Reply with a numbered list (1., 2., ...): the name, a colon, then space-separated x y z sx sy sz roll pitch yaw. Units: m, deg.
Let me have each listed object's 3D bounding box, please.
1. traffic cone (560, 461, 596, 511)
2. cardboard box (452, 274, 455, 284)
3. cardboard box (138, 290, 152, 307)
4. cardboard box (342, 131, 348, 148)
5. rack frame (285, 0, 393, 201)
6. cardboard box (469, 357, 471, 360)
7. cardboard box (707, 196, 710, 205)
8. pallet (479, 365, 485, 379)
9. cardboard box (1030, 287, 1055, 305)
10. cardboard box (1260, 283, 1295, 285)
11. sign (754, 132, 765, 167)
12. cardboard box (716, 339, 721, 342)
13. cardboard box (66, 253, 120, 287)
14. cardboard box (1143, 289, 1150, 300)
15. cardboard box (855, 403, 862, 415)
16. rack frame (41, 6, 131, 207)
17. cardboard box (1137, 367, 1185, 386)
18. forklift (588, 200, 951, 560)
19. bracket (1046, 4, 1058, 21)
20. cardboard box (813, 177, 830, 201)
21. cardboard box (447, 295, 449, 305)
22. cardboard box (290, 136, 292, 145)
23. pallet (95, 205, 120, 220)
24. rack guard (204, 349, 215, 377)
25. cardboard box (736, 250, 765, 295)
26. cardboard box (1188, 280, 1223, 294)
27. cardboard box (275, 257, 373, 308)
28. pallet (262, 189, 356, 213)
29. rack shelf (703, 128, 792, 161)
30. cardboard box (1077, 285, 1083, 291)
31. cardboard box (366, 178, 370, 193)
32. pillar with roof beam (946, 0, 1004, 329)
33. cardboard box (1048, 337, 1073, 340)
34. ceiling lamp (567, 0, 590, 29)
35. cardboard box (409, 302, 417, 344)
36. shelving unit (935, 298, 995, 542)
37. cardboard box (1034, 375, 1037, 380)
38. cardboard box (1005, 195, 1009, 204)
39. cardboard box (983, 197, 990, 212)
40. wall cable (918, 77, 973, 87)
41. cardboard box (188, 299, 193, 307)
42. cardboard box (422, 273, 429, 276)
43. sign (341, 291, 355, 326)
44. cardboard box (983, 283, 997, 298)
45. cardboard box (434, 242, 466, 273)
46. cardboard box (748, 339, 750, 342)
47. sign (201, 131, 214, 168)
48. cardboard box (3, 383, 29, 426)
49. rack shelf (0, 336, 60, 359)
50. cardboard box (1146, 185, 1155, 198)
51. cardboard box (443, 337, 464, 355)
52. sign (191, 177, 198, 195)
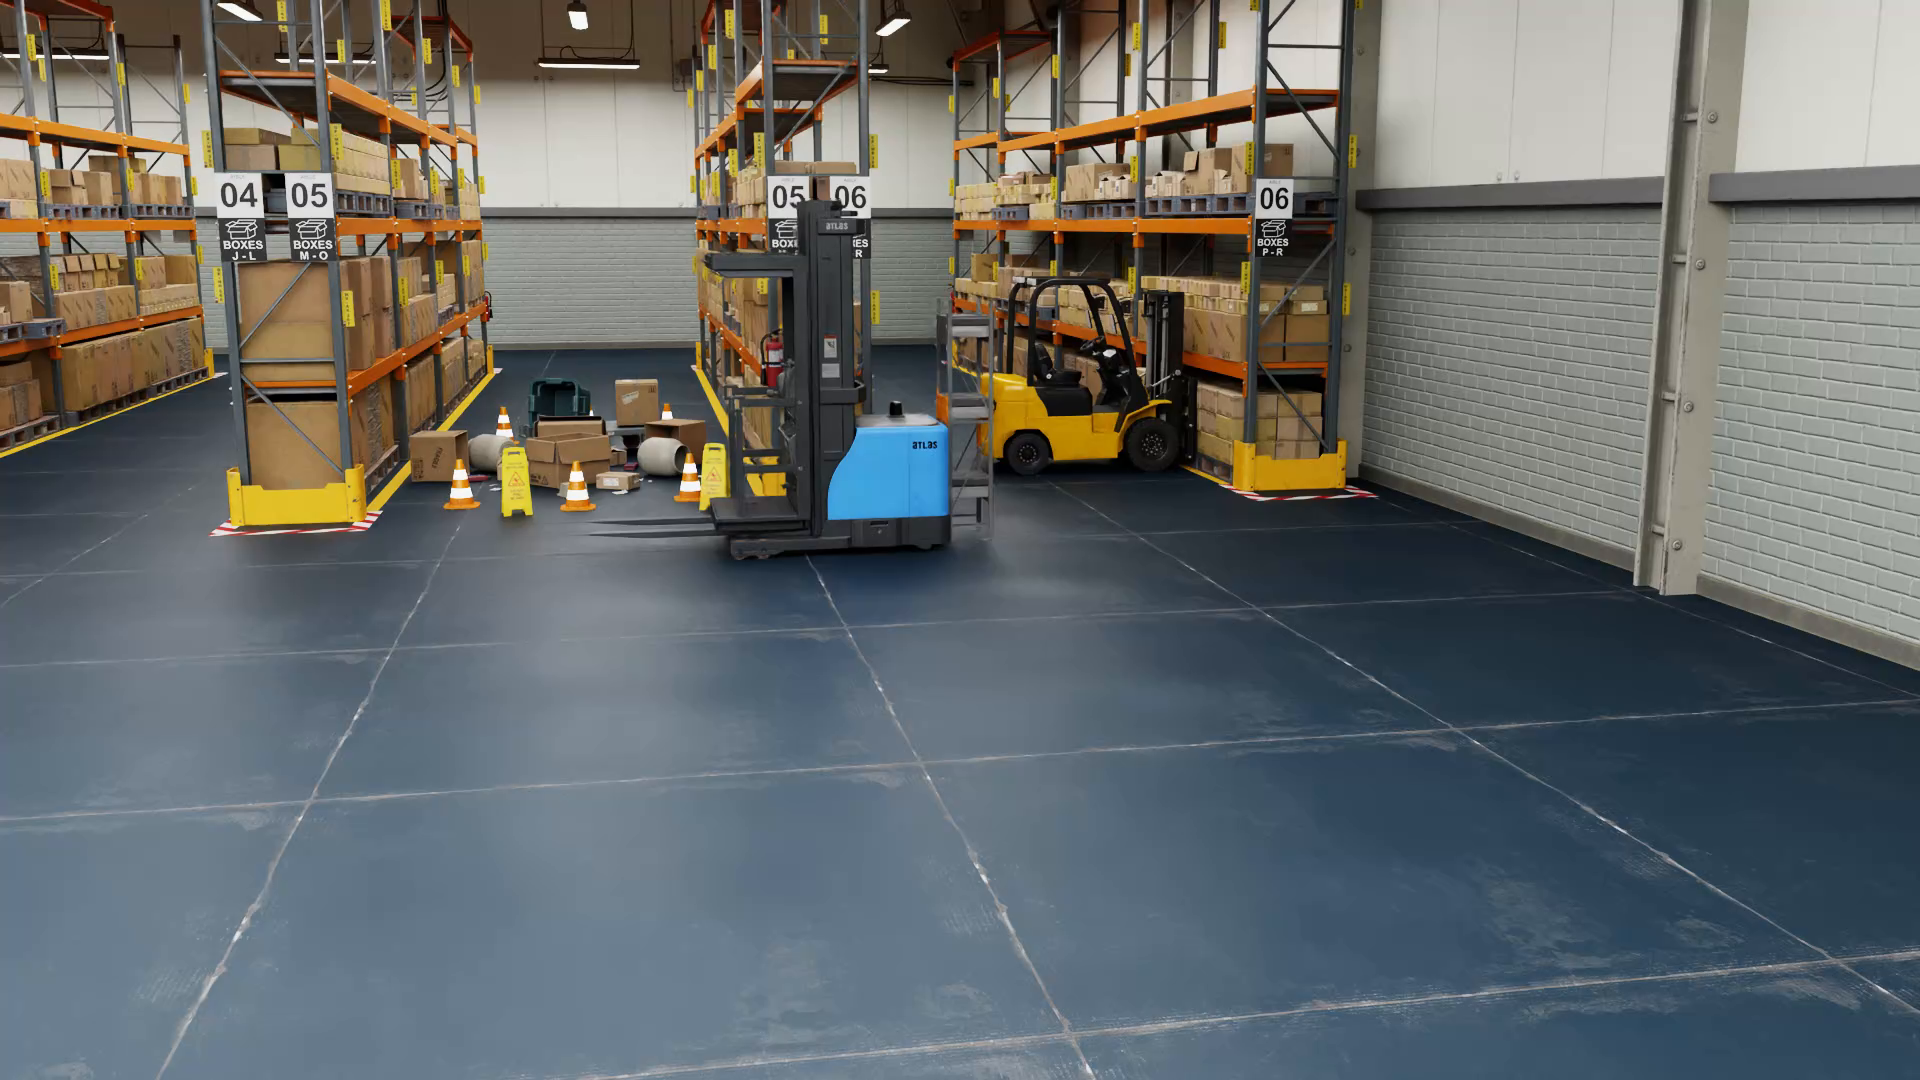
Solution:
1. traffic cone: -3.752 -0.541 16.302 0.336 0.463 0.334 -2 11 -11
2. cardboard box: -8.281 -4.169 26.535 0.380 0.149 0.250 -2 11 -8
3. cardboard box: -13.270 -3.867 26.595 0.500 0.250 0.500 -2 11 -12
4. cardboard box: -6.067 -3.822 15.883 0.380 0.149 0.250 -2 11 -12
5. rack frame: -6.994 -5.340 18.687 1.000 3.000 0.127 -2 11 -11
6. cardboard box: -8.607 -3.078 28.551 0.380 0.149 0.250 -2 11 -8
7. cardboard box: -3.812 -5.379 26.415 0.380 0.166 0.250 -3 11 -15
8. pallet: -9.190 -3.060 30.209 1.003 0.211 1.213 -2 11 -11
9. cardboard box: 1.409 -3.821 26.027 0.500 0.250 0.500 -3 11 -14
10. cardboard box: 3.515 -2.766 18.406 0.380 0.149 0.250 -2 11 -11
11. sign: -1.929 -3.750 15.986 0.100 0.325 0.005 -2 11 -11
12. cardboard box: -4.080 -3.455 30.557 0.875 0.438 0.875 -2 11 -9
13. cardboard box: -13.303 -4.124 25.389 0.797 0.503 0.637 -2 11 -12
14. cardboard box: 2.514 -3.073 20.815 0.380 0.149 0.250 -2 11 -12
15. cardboard box: -1.271 -1.244 17.437 0.500 0.500 0.500 -3 11 -13
16. rack frame: -13.435 -6.646 25.545 1.000 3.000 0.127 -2 11 -11
17. cardboard box: 2.496 -2.019 20.841 0.500 0.250 0.500 -2 11 -12
18. forklift: -1.651 -1.382 14.117 3.031 2.935 1.130 -2 11 -11
19. bracket: 1.635 -9.027 28.429 0.235 0.232 0.430 -2 11 -11
20. cardboard box: -1.217 -3.506 16.677 0.500 0.250 0.500 -2 11 -12
21. cardboard box: -8.073 -3.687 25.596 0.380 0.149 0.250 -3 11 -13
22. cardboard box: -6.911 -3.986 16.742 0.380 0.149 0.250 -2 11 -11
23. pallet: -13.209 -4.912 24.969 0.805 0.209 1.217 -3 11 -13
24. rack guard: -14.218 -3.209 30.217 1.175 0.500 0.348 -2 11 -11
25. cardboard box: -2.137 -3.002 18.709 0.700 0.500 0.500 -2 11 -12
26. cardboard box: 2.875 -2.939 19.318 0.380 0.149 0.250 -2 11 -11
27. cardboard box: -6.765 -2.728 17.716 0.875 0.550 0.550 -2 11 -11
28. pallet: -6.371 -3.225 15.834 1.003 0.211 1.213 -2 11 -11
29. rack shelf: -3.325 -6.089 25.616 1.077 0.370 4.000 -2 11 -11
30. cardboard box: 1.896 -3.663 23.914 0.380 0.149 0.250 -2 11 -10
31. cardboard box: -6.312 -3.664 17.182 0.380 0.149 0.250 -2 11 -11
32. pillar with roof beam: -3.487 -8.292 34.193 9.100 9.000 0.548 -2 11 -11
33. cardboard box: 1.696 -3.342 28.059 0.380 0.149 0.250 -3 11 -14
34. ceiling lamp: -5.695 -9.641 25.671 0.800 3.185 2.000 -2 11 -11
35. cardboard box: -6.932 -2.641 20.283 0.500 0.500 0.500 -2 11 -11
36. shelving unit: 0.040 -1.065 14.677 0.431 2.100 0.503 -2 11 -12
37. cardboard box: 1.447 -2.743 26.646 0.500 0.500 0.500 -2 11 -9
38. cardboard box: 0.949 -5.635 27.541 0.380 0.149 0.250 -2 11 -10
39. cardboard box: 0.703 -5.960 29.573 0.500 0.250 0.500 -3 11 -13
40. wall cable: 0.534 -11.735 37.408 2.988 3.039 0.133 -2 11 -11
41. cardboard box: -13.721 -4.162 29.210 0.380 0.149 0.250 -2 11 -11
42. cardboard box: -8.922 -4.134 27.331 0.500 0.500 0.500 -2 11 -11
43. sign: -5.671 -2.143 15.405 0.100 0.325 0.005 -2 11 -11
44. cardboard box: 0.703 -4.488 29.862 0.500 0.250 0.500 -2 11 -11
45. cardboard box: -8.399 -4.638 27.307 0.500 0.500 0.500 -2 11 -10
46. cardboard box: -2.312 -2.354 19.716 0.380 0.149 0.250 -2 11 -9
47. sign: -6.751 -3.512 14.947 0.100 0.325 0.005 -2 11 -11
48. cardboard box: -12.387 -1.730 21.270 0.700 0.500 0.500 -3 11 -16
49. rack shelf: -12.268 -2.245 20.392 1.077 0.370 4.000 -2 11 -11
50. cardboard box: 2.499 -4.285 20.447 0.380 0.149 0.250 -2 11 -10
51. cardboard box: -8.157 -3.080 26.411 0.500 0.250 0.500 -2 11 -13
52. sign: -13.678 -6.319 29.695 0.100 0.325 0.005 -2 11 -11
